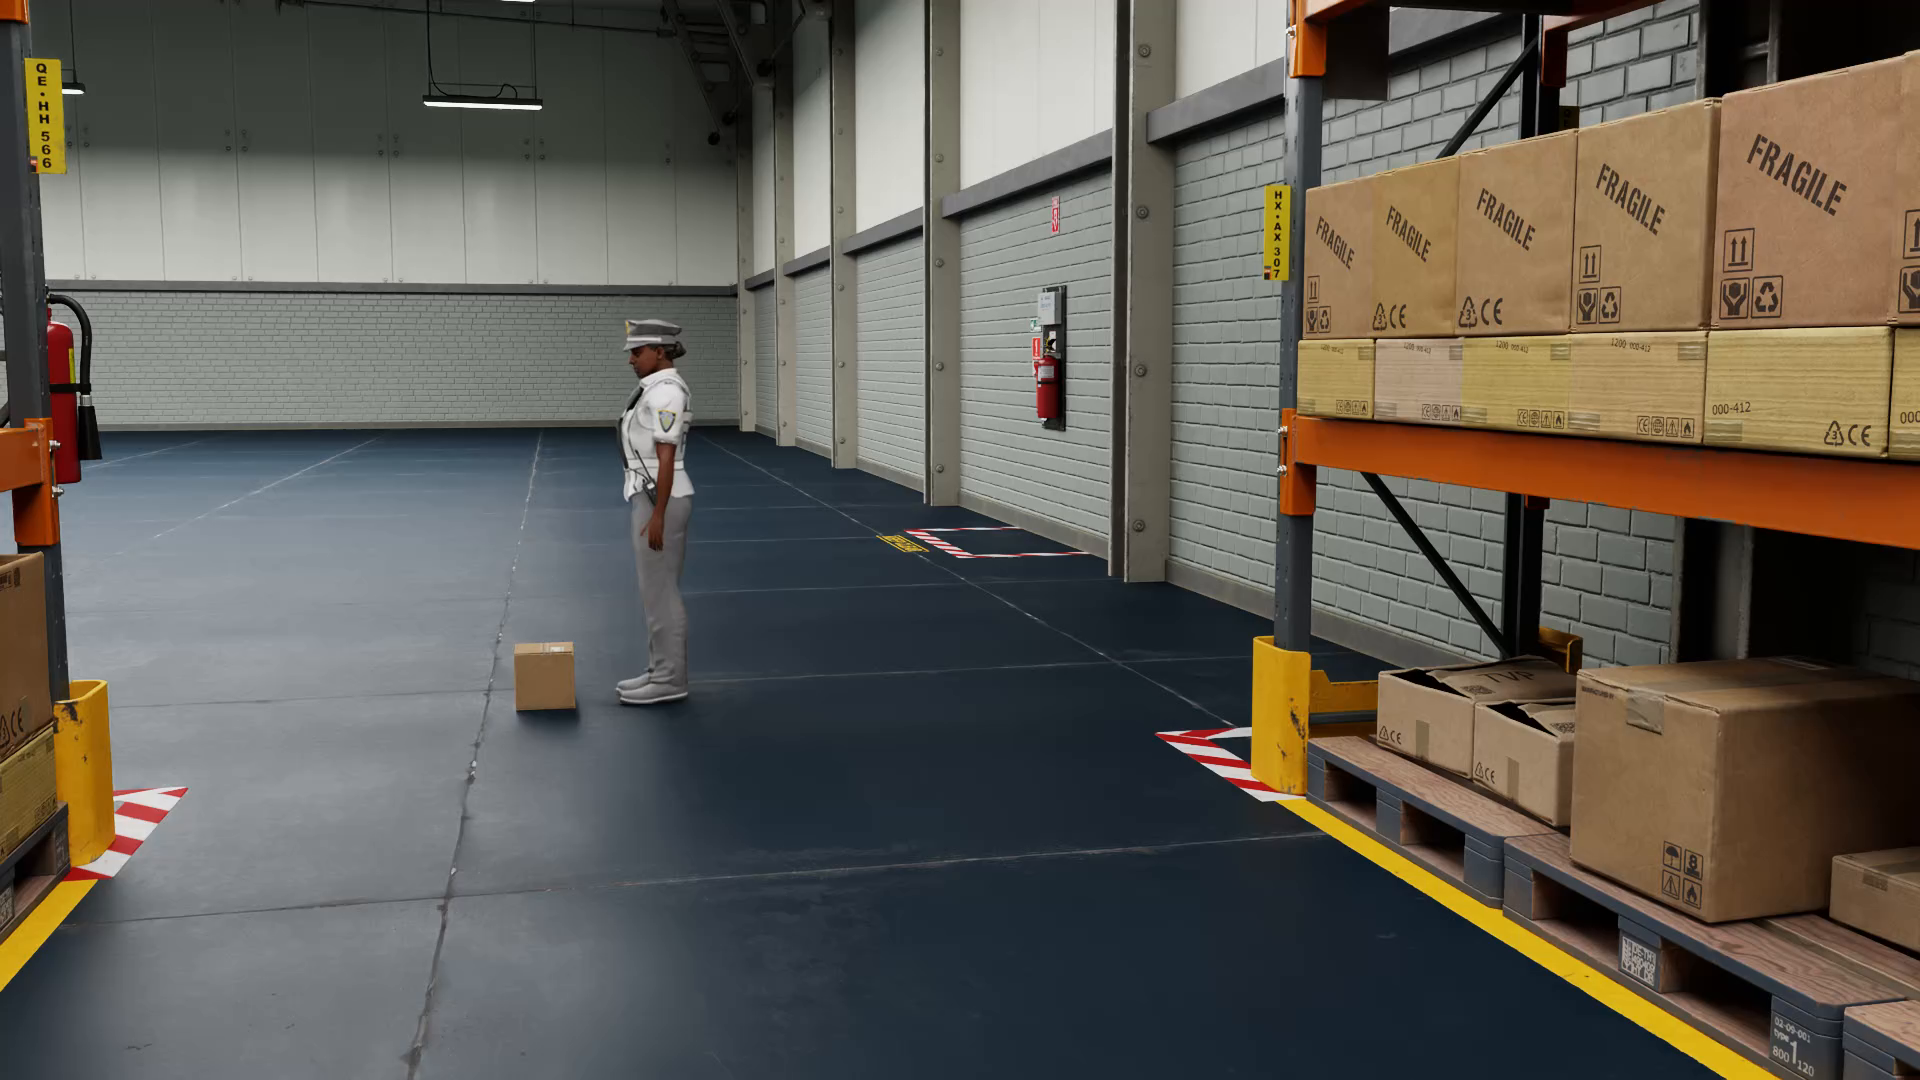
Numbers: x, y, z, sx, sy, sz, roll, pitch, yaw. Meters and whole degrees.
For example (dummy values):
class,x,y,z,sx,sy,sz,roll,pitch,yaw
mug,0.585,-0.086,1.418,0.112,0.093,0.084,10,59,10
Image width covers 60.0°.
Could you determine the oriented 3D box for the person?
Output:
class,x,y,z,sx,sy,sz,roll,pitch,yaw
person,-1.339,-0.127,7.279,0.355,1.668,0.443,-1,6,-13
